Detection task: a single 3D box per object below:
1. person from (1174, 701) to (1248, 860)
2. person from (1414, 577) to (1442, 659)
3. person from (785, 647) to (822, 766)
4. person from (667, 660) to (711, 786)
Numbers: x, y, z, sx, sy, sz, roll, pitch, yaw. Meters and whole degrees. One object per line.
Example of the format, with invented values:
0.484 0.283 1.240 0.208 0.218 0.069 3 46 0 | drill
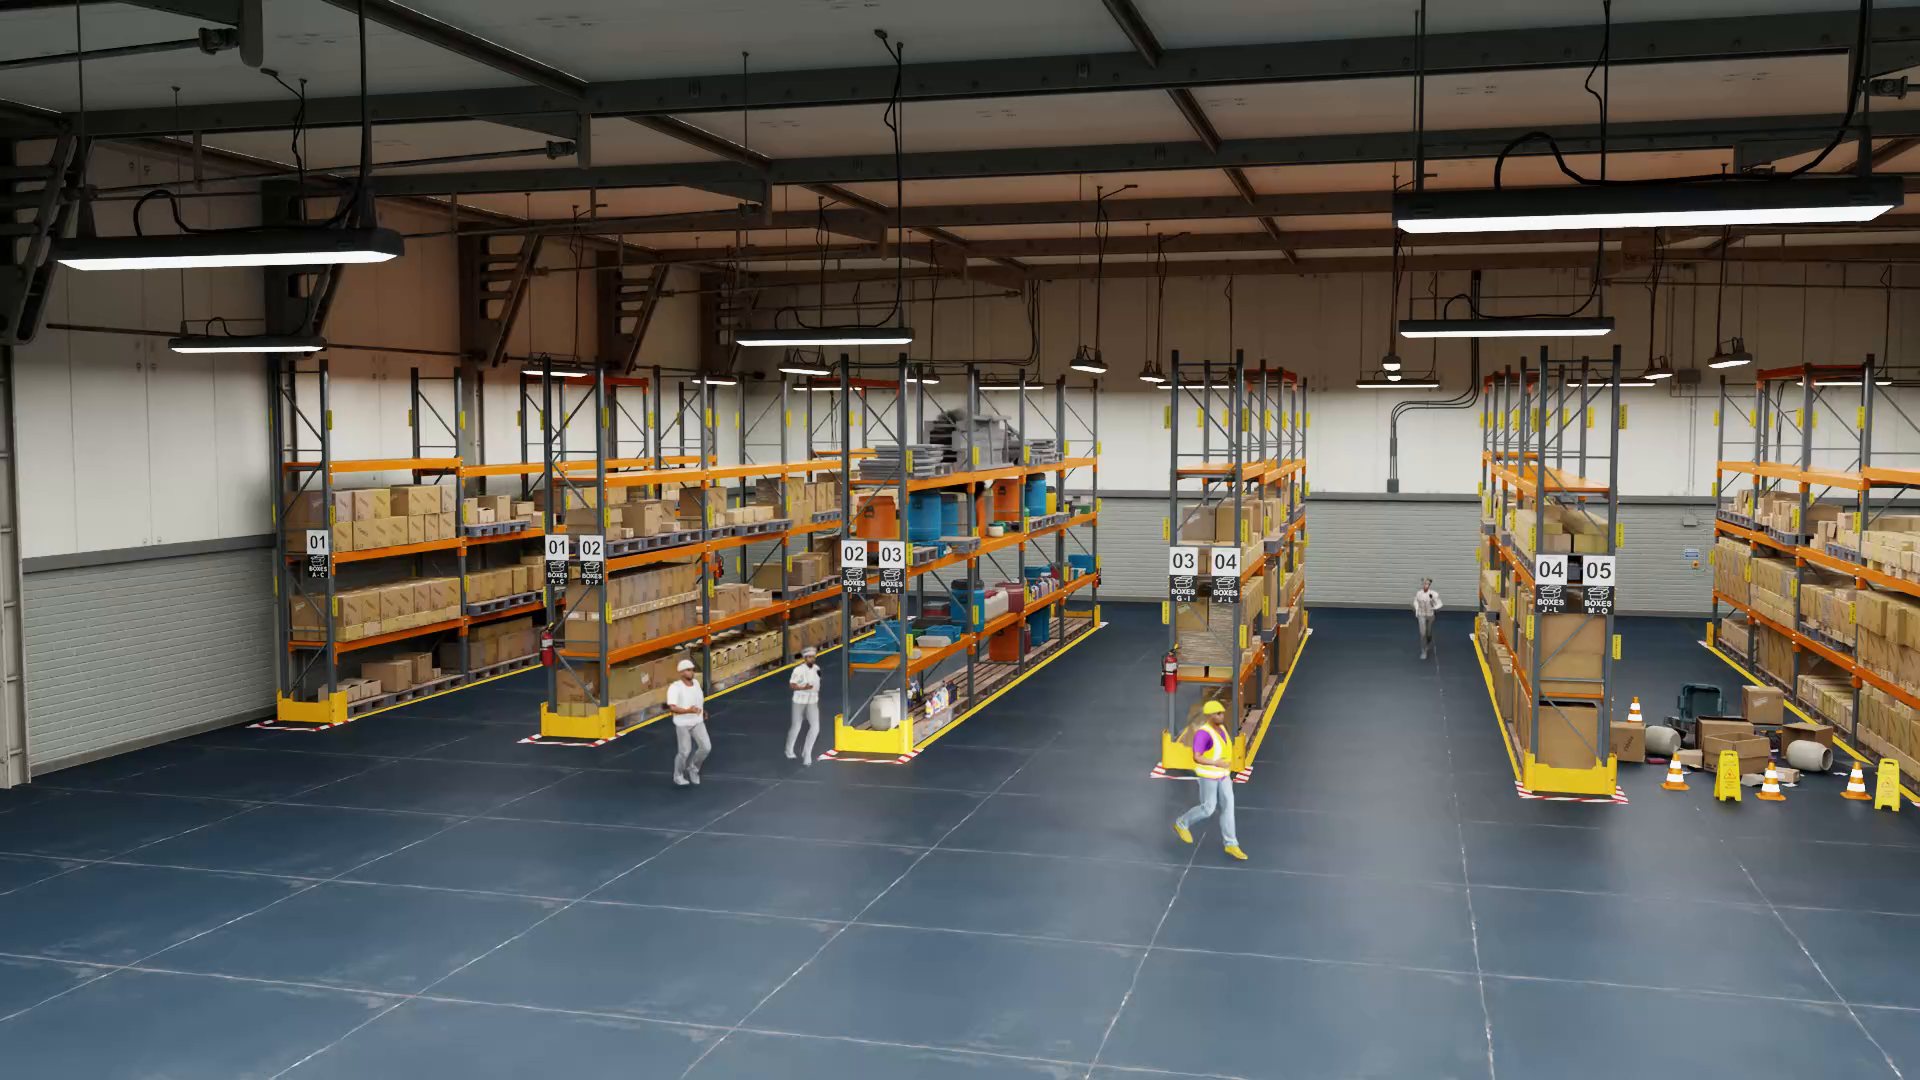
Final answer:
2.903 2.737 19.175 0.952 1.784 0.715 4 6 43 | person
9.897 1.636 35.215 0.608 1.704 0.797 2 4 22 | person
-2.243 2.425 24.334 0.579 1.754 0.728 -2 5 -27 | person
-3.658 2.495 22.601 0.666 1.742 0.677 4 6 45 | person
